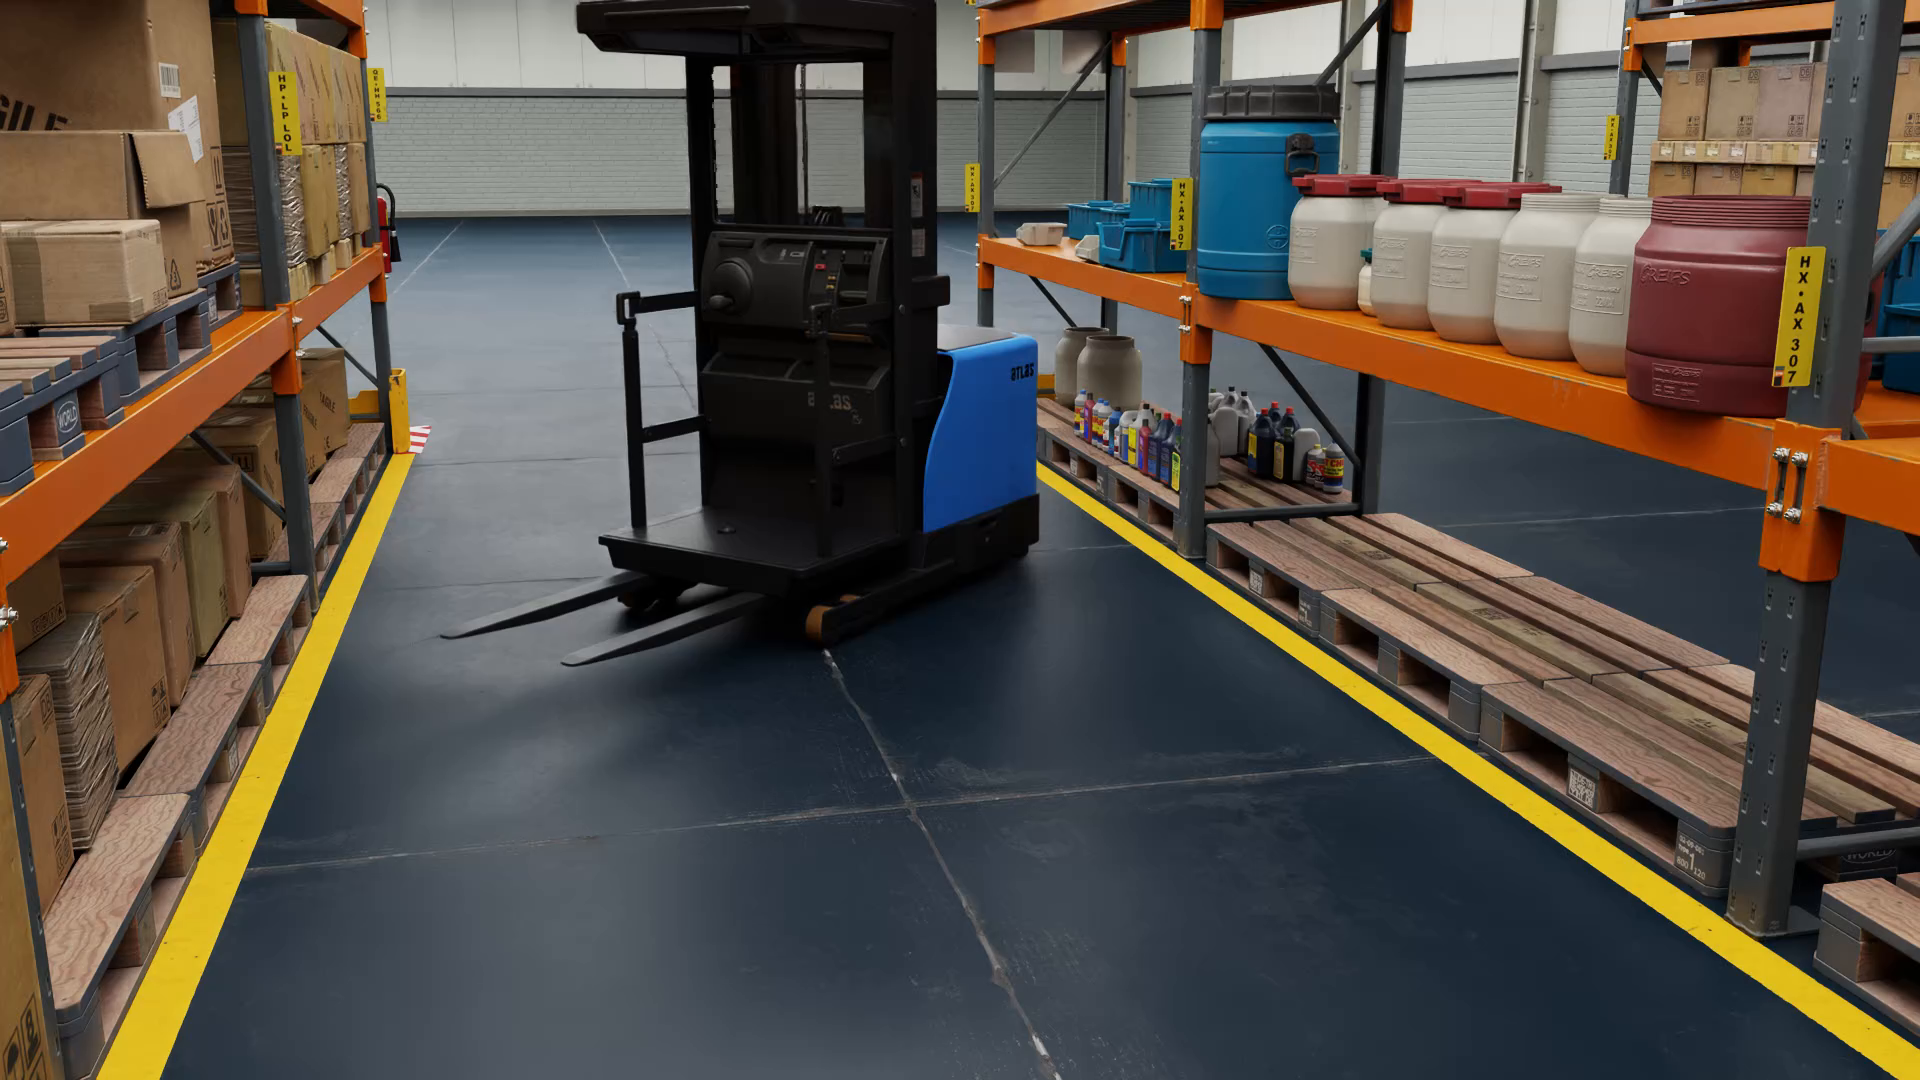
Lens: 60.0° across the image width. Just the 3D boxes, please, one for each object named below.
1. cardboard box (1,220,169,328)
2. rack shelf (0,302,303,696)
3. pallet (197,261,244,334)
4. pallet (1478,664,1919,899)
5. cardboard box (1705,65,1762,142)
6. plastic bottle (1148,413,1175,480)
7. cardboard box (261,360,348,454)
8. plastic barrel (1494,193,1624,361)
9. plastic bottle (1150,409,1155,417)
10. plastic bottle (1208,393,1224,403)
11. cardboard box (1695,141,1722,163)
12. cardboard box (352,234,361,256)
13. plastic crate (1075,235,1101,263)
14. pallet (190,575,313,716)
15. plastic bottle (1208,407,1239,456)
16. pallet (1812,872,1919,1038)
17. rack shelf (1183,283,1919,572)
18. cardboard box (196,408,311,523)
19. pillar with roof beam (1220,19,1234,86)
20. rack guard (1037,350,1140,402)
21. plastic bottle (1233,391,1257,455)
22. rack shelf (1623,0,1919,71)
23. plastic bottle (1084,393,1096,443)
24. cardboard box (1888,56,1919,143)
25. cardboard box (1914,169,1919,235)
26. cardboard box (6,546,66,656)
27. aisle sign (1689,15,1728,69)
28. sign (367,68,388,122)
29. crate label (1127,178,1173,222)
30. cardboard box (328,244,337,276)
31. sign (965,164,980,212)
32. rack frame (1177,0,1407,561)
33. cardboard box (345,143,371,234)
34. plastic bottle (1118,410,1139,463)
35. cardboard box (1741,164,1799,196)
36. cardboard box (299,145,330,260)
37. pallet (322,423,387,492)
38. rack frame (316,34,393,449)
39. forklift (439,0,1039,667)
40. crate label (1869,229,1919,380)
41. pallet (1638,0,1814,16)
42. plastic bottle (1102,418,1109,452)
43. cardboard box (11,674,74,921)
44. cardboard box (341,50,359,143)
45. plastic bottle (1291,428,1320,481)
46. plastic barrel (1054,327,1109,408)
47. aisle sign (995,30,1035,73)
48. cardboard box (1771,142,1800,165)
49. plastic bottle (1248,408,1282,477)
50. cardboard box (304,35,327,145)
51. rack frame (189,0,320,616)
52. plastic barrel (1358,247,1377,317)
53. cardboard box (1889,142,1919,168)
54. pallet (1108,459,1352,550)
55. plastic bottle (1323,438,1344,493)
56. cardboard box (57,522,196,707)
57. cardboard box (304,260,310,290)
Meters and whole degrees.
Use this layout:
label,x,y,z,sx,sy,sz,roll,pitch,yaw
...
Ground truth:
label,x,y,z,sx,sy,sz,roll,pitch,yaw
cardboard box,-2.483,-0.730,4.526,0.500,0.250,0.500,-4,14,-15
rack shelf,-2.783,-0.311,4.897,1.077,0.370,4.000,-3,14,-13
pallet,-3.215,-0.845,5.968,1.003,0.211,1.213,-3,14,-13
pallet,2.357,0.698,5.125,1.003,0.211,1.213,-3,14,-13
cardboard box,5.676,-3.033,11.579,0.700,0.500,0.500,-4,14,-15
plastic bottle,1.085,-0.502,8.816,0.144,0.351,0.185,-4,14,-16
cardboard box,-3.888,-0.754,9.574,0.500,0.500,0.500,0,14,2
plastic barrel,1.953,-0.852,5.360,0.421,0.512,0.421,0,14,0
plastic bottle,1.078,-0.588,9.308,0.061,0.283,0.133,-3,14,-13
plastic bottle,1.512,-0.753,10.000,0.152,0.276,0.135,-3,14,-13
cardboard box,5.443,-2.739,11.741,0.380,0.149,0.250,-3,14,-13
cardboard box,-3.758,-1.756,9.825,0.380,0.149,0.250,-3,14,-13
plastic crate,0.934,-1.631,9.337,0.530,0.136,0.437,-3,14,-13
pallet,-3.068,0.412,6.296,1.003,0.211,1.213,-3,14,-13
plastic bottle,1.493,-0.626,9.480,0.152,0.276,0.135,-3,14,-13
pallet,2.727,1.059,3.649,1.003,0.211,1.213,-3,14,-13
rack shelf,2.031,-0.587,6.027,1.077,0.370,4.000,-3,14,-13
cardboard box,-3.450,-0.338,7.873,0.500,0.500,0.500,1,14,5
pillar with roof beam,1.436,-10.971,34.372,9.100,9.000,0.400,-3,14,-13
rack guard,0.686,-1.092,11.843,1.175,0.500,0.348,-3,14,-13
plastic bottle,1.631,-0.676,9.529,0.144,0.351,0.185,-3,14,-14
rack shelf,5.908,-3.243,10.575,1.077,0.370,4.000,-3,14,-13
plastic bottle,0.781,-0.726,9.876,0.061,0.283,0.133,-3,14,-12
cardboard box,6.030,-2.686,10.158,0.700,0.500,0.500,-3,14,-13
cardboard box,6.137,-1.945,9.859,0.700,0.500,0.500,-3,14,-14
cardboard box,-2.634,0.162,4.203,0.500,0.250,0.500,-2,14,-7
aisle sign,5.708,-3.891,12.554,0.394,0.787,0.004,-3,14,-13
sign,-3.648,-2.787,10.410,0.100,0.325,0.005,-3,14,-13
crate label,1.317,-1.929,9.927,0.502,0.435,0.616,-3,14,-13
cardboard box,-3.376,-1.412,8.415,0.380,0.149,0.250,-3,14,-13
sign,0.086,-2.426,11.453,0.100,0.325,0.005,-3,14,-13
rack frame,1.562,-1.398,7.830,1.000,3.000,0.127,-3,14,-13
cardboard box,-3.856,-2.001,9.460,0.875,0.500,0.500,-3,14,-13
plastic bottle,0.975,-0.578,9.284,0.152,0.276,0.135,-3,14,-12
cardboard box,5.774,-2.301,11.313,0.700,0.500,0.500,-3,14,-13
cardboard box,-3.382,-1.540,7.572,0.875,0.500,0.500,-3,14,-13
pallet,-4.018,-0.483,9.961,1.003,0.211,1.213,-3,14,-13
rack frame,-4.192,-2.045,10.477,1.000,3.000,0.127,-3,14,-13
forklift,-0.819,-1.122,6.846,1.130,2.935,3.031,8,16,31
crate label,2.531,-0.737,5.049,0.502,0.435,0.616,-3,14,-13
pallet,5.579,-3.846,11.715,1.003,0.211,1.213,-3,14,-13
plastic bottle,0.872,-0.615,9.592,0.097,0.201,0.097,0,14,0
cardboard box,-2.490,0.648,3.796,0.700,0.500,0.500,-4,14,-16
cardboard box,-3.700,-2.496,9.378,0.500,0.500,0.500,-3,14,-13
plastic bottle,1.810,-0.460,8.801,0.152,0.276,0.135,-3,14,-11
plastic barrel,0.851,-1.169,11.249,0.421,0.512,0.421,0,14,0
aisle sign,0.321,-3.584,11.300,0.394,0.787,0.004,-3,14,-13
cardboard box,5.625,-2.560,11.010,0.380,0.149,0.250,-3,14,-14
plastic bottle,1.635,-0.527,8.916,0.144,0.351,0.185,-3,14,-13
cardboard box,-3.347,-2.150,7.961,0.500,0.500,0.500,-3,14,-13
rack frame,-3.253,-1.122,6.700,1.000,3.000,0.127,-3,14,-13
plastic barrel,1.723,-1.017,6.562,0.301,0.262,0.301,0,14,0
cardboard box,5.868,-2.323,10.037,0.380,0.149,0.250,-3,14,-13
pallet,1.444,-0.201,8.805,1.003,0.211,1.213,-3,14,-13
plastic bottle,1.913,-0.385,8.503,0.097,0.271,0.097,0,14,0
cardboard box,-2.904,0.261,5.377,0.700,0.500,0.500,-5,14,-18
cardboard box,-3.143,-1.181,7.470,0.380,0.149,0.250,-3,14,-13
